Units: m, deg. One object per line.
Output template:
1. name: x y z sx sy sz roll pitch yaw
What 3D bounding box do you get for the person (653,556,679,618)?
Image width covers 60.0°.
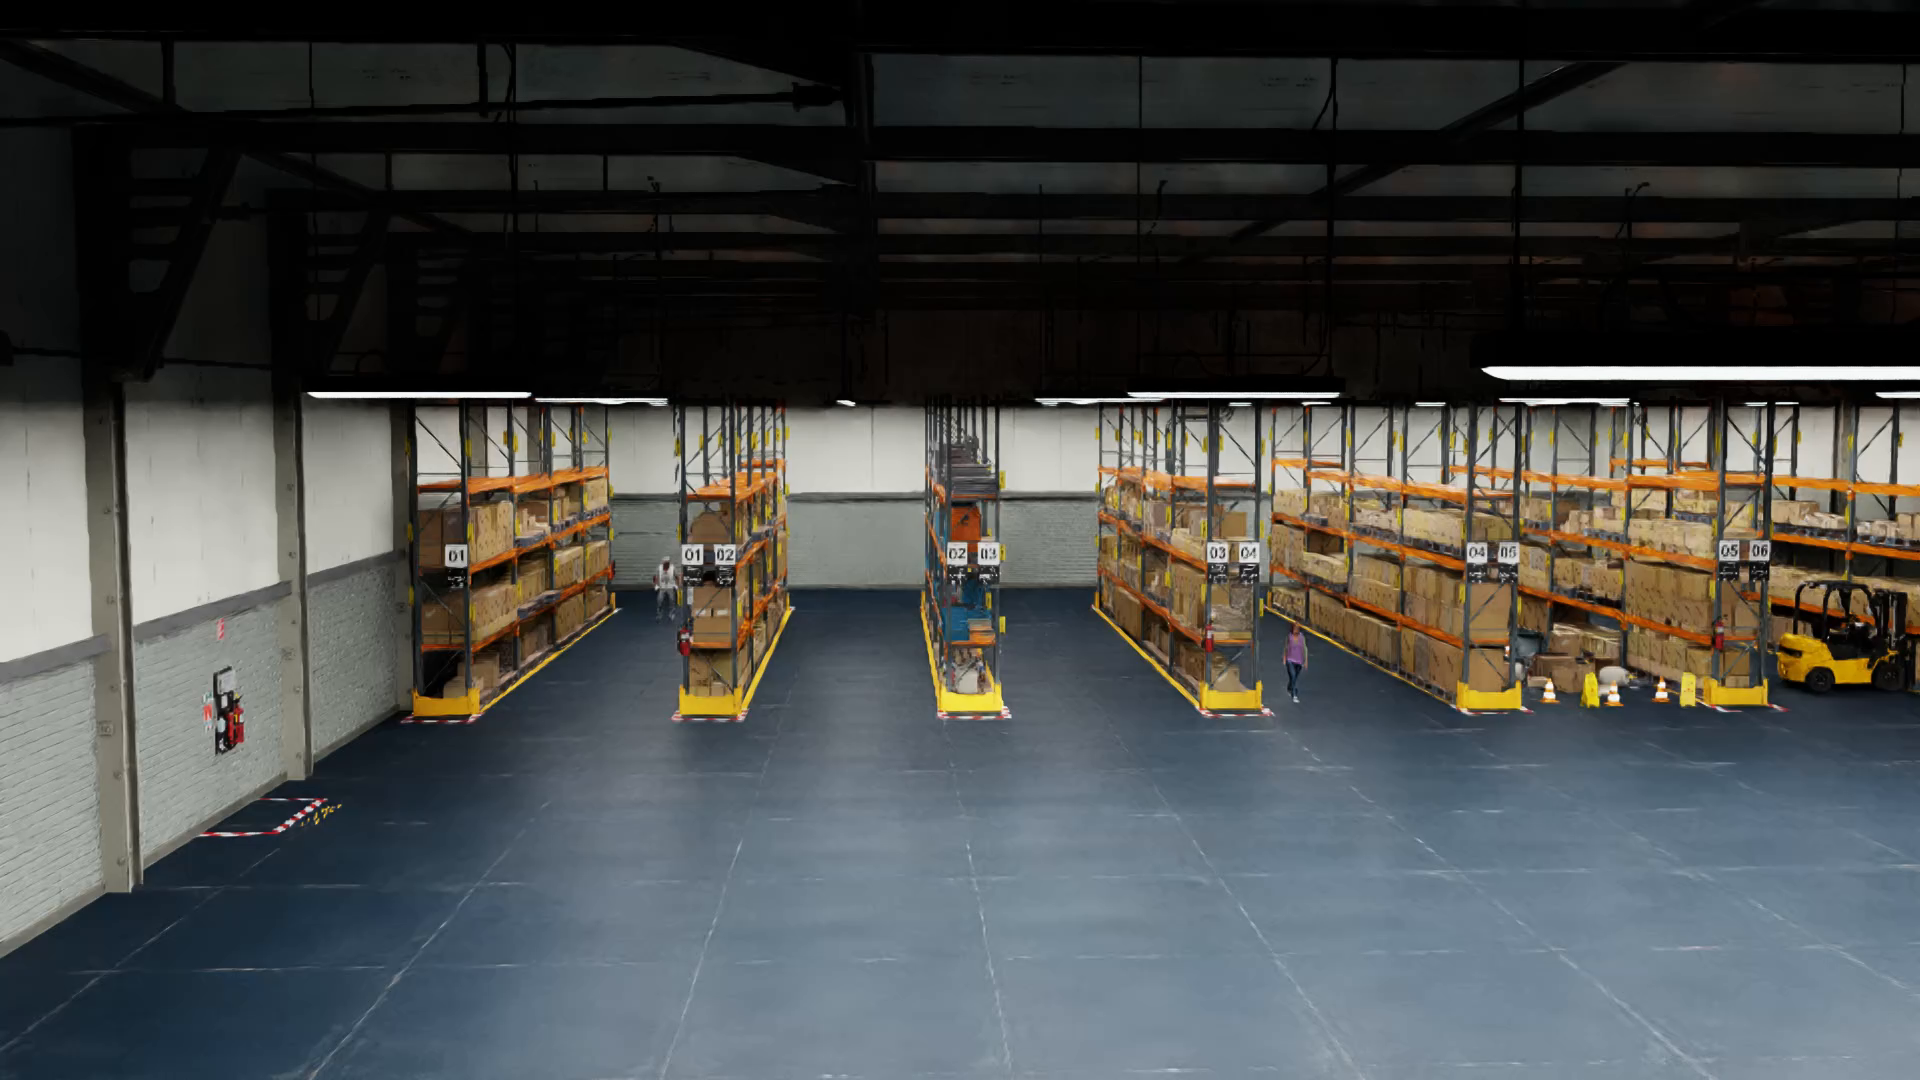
1. person: -7.992 1.290 45.259 0.702 1.735 0.549 0 5 -5

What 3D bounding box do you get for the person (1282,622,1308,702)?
1. person: 6.588 2.366 32.649 0.432 1.539 0.948 0 5 -4

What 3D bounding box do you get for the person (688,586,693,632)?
1. person: -6.751 1.590 42.036 0.495 1.589 1.086 0 5 0
